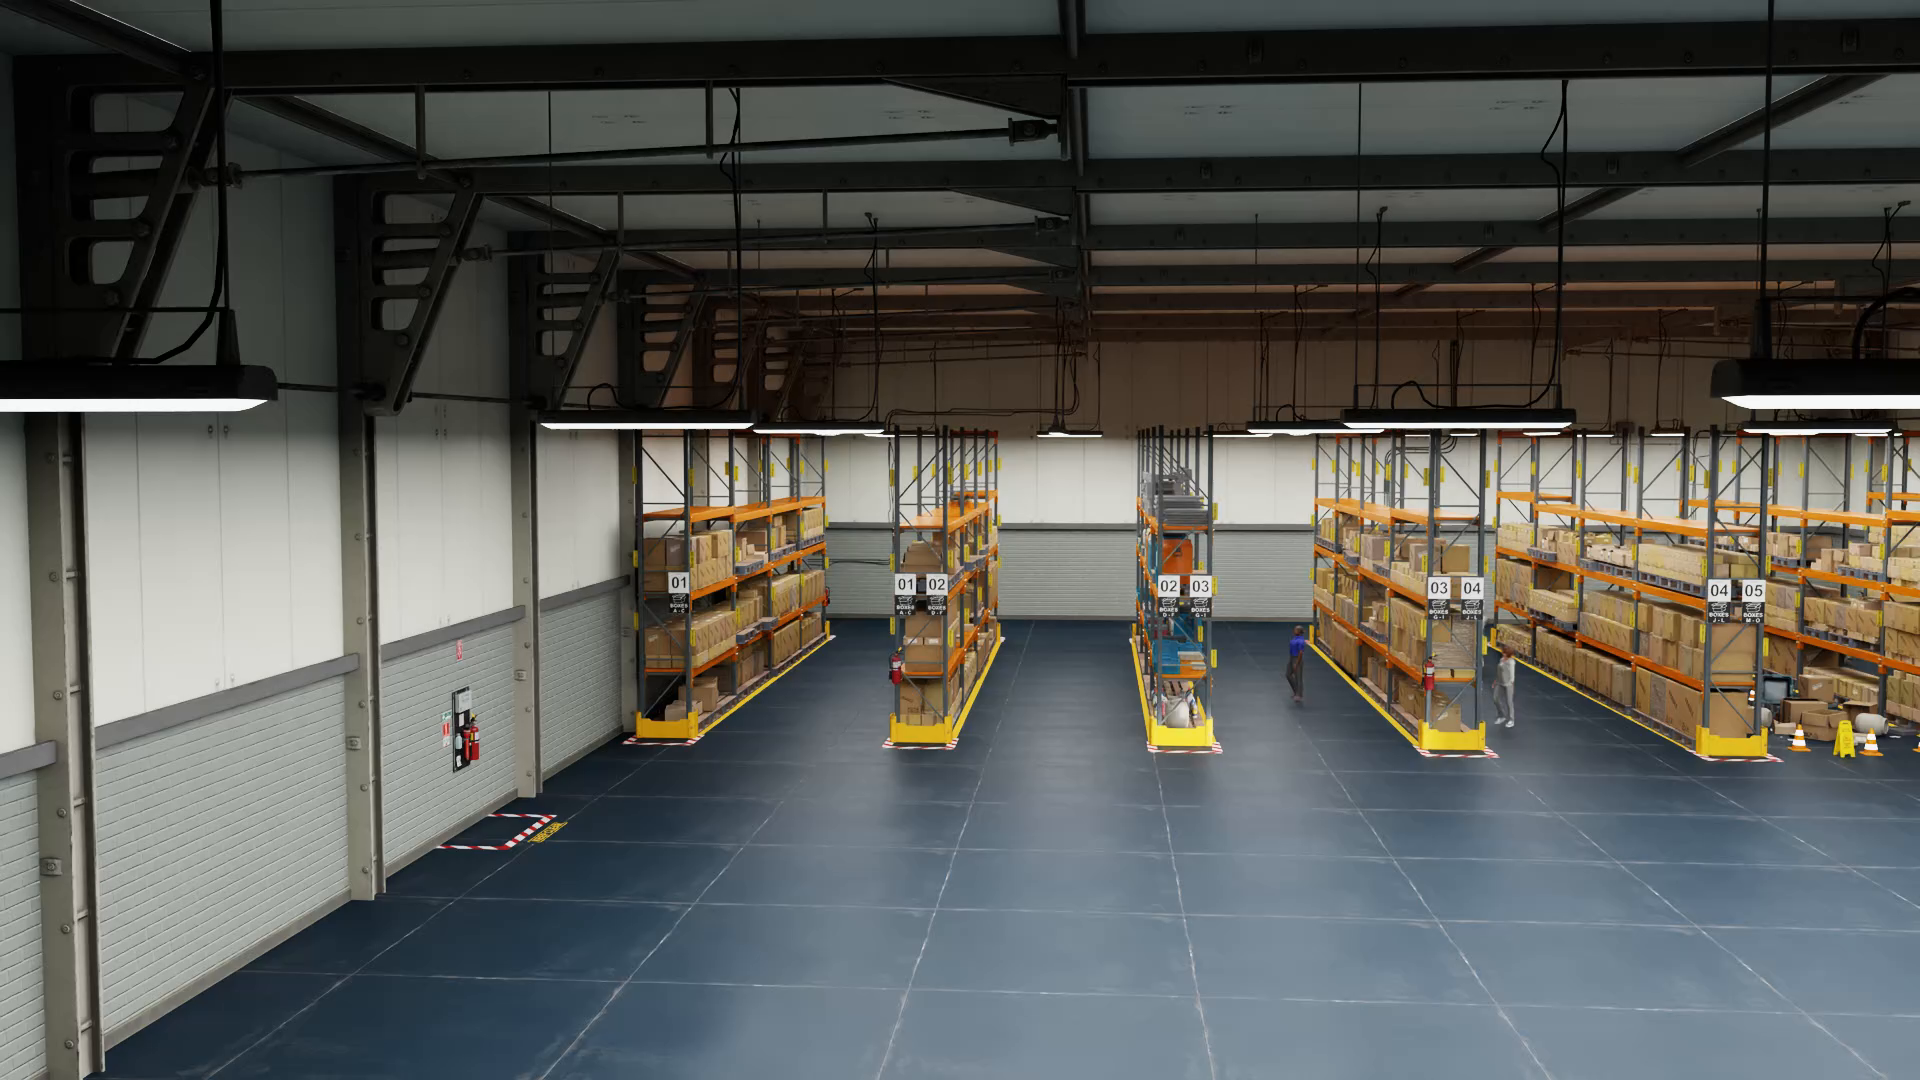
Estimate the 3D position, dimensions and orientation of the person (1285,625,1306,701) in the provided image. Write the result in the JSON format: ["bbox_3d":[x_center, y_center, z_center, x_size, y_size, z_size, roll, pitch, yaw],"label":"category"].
[{"bbox_3d":[7.410,2.703,36.638,0.398,1.686,0.549,-1,4,-19],"label":"person"}]

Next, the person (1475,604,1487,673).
[{"bbox_3d":[12.580,2.414,40.797,0.657,1.750,0.590,1,4,16],"label":"person"}]

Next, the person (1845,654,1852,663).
[{"bbox_3d":[22.562,2.332,42.450,0.561,1.721,0.651,-1,4,-15],"label":"person"}]

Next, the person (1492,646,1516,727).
[{"bbox_3d":[10.878,2.916,33.249,0.327,1.593,0.472,-2,4,-31],"label":"person"}]
